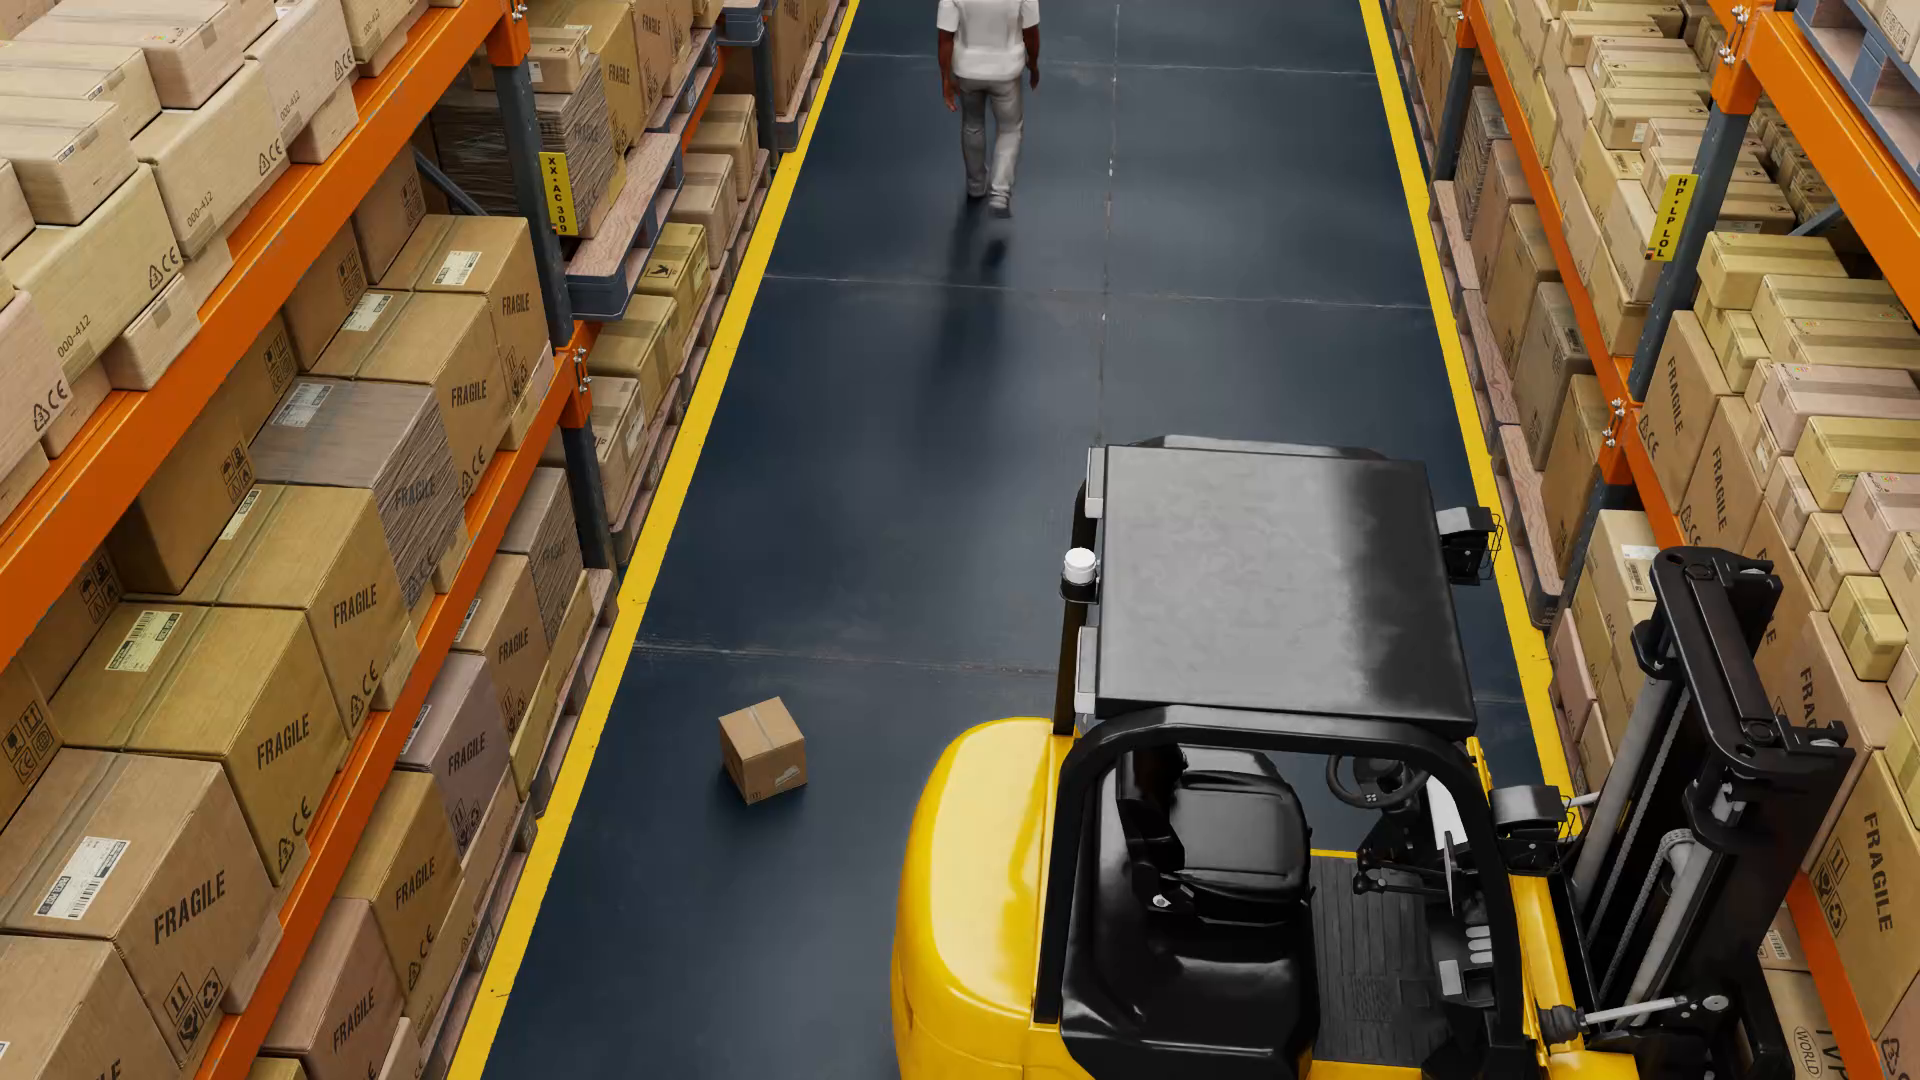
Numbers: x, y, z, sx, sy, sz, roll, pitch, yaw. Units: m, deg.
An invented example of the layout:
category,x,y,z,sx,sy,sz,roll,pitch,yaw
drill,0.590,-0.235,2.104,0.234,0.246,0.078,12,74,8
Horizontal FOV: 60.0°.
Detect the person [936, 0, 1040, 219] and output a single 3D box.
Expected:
category,x,y,z,sx,sy,sz,roll,pitch,yaw
person,0.160,-2.626,9.277,0.557,1.737,0.872,4,40,5
